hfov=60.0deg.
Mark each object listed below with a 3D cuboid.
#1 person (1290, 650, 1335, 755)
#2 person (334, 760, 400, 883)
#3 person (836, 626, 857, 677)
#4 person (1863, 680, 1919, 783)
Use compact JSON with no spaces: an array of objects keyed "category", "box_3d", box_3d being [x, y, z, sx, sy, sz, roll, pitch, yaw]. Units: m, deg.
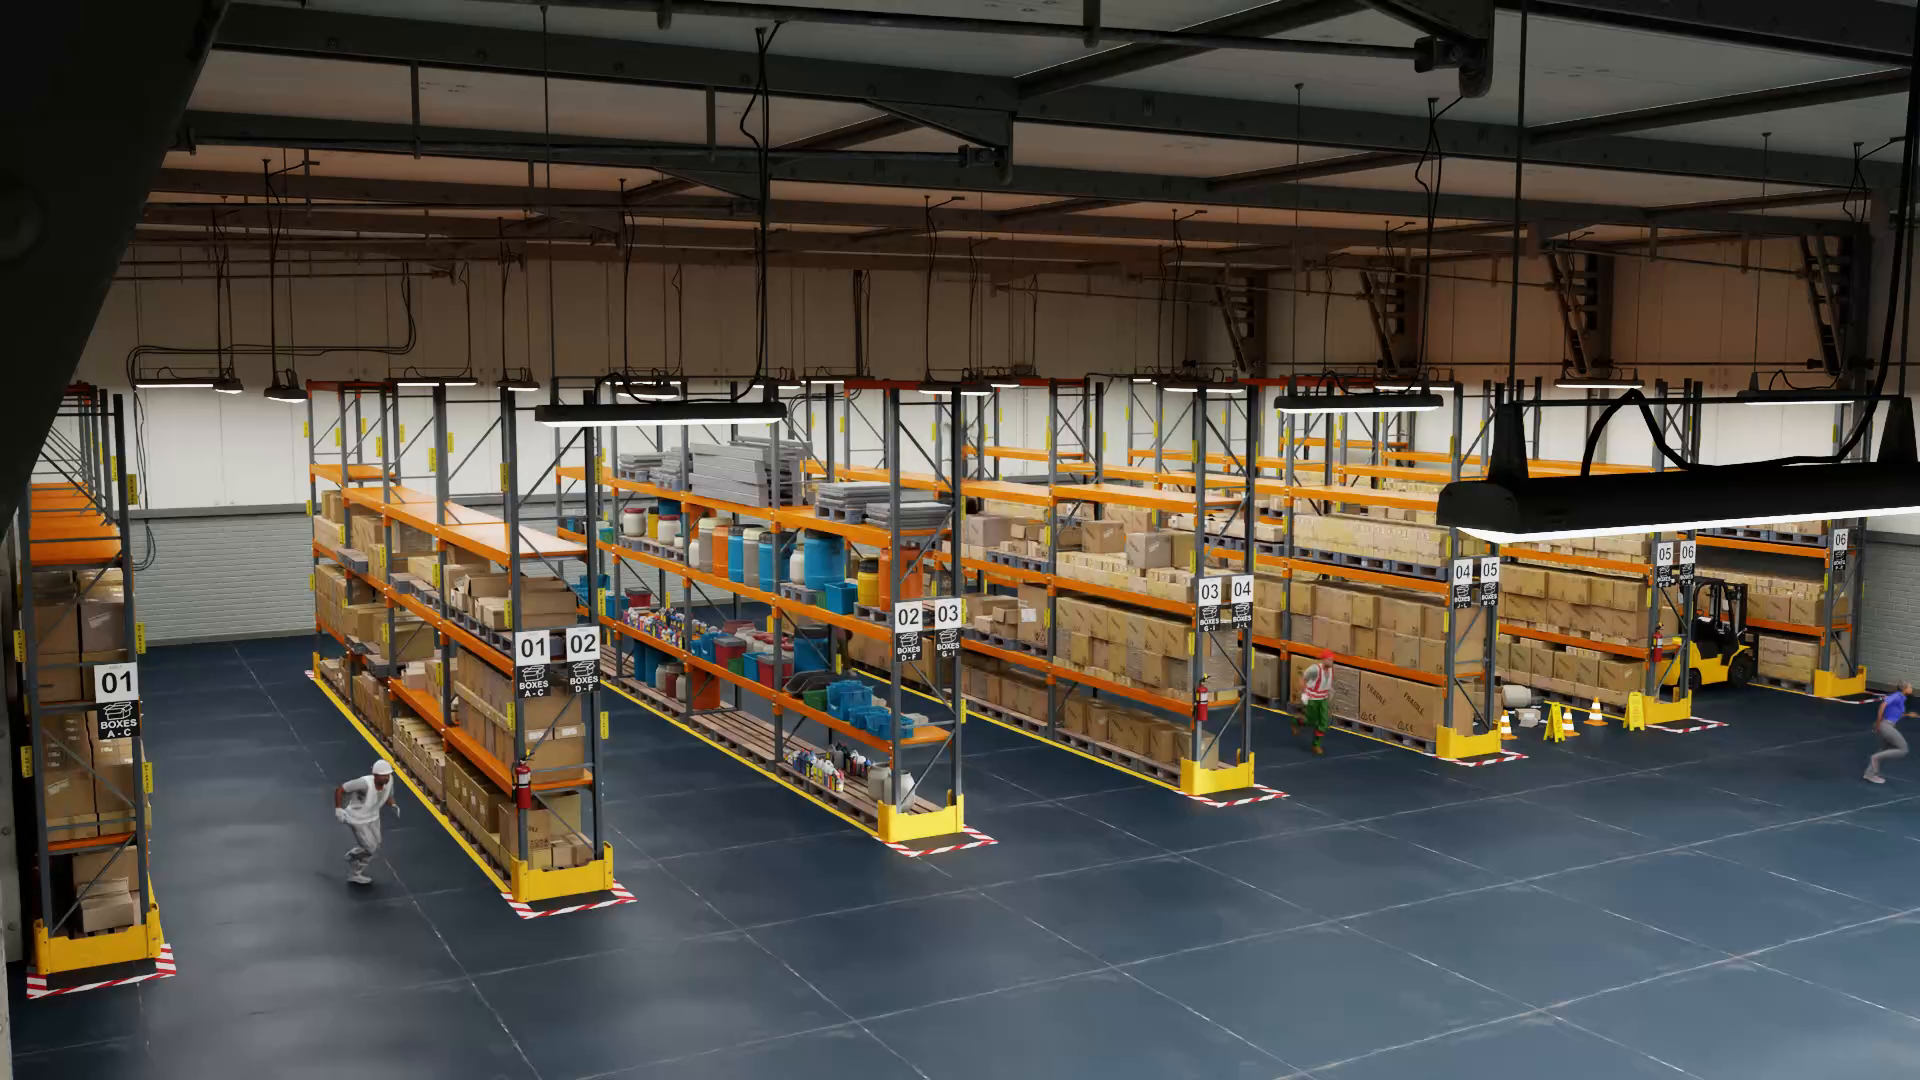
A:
[{"category":"person","box_3d":[5.789,2.608,27.234,0.659,1.723,0.920,-4,8,-36]},{"category":"person","box_3d":[-7.146,3.414,20.050,0.820,1.590,0.715,3,7,29]},{"category":"person","box_3d":[-2.297,1.748,32.494,0.716,1.831,0.933,-4,7,-31]},{"category":"person","box_3d":[14.082,2.891,25.111,0.715,1.565,0.562,2,6,18]}]
